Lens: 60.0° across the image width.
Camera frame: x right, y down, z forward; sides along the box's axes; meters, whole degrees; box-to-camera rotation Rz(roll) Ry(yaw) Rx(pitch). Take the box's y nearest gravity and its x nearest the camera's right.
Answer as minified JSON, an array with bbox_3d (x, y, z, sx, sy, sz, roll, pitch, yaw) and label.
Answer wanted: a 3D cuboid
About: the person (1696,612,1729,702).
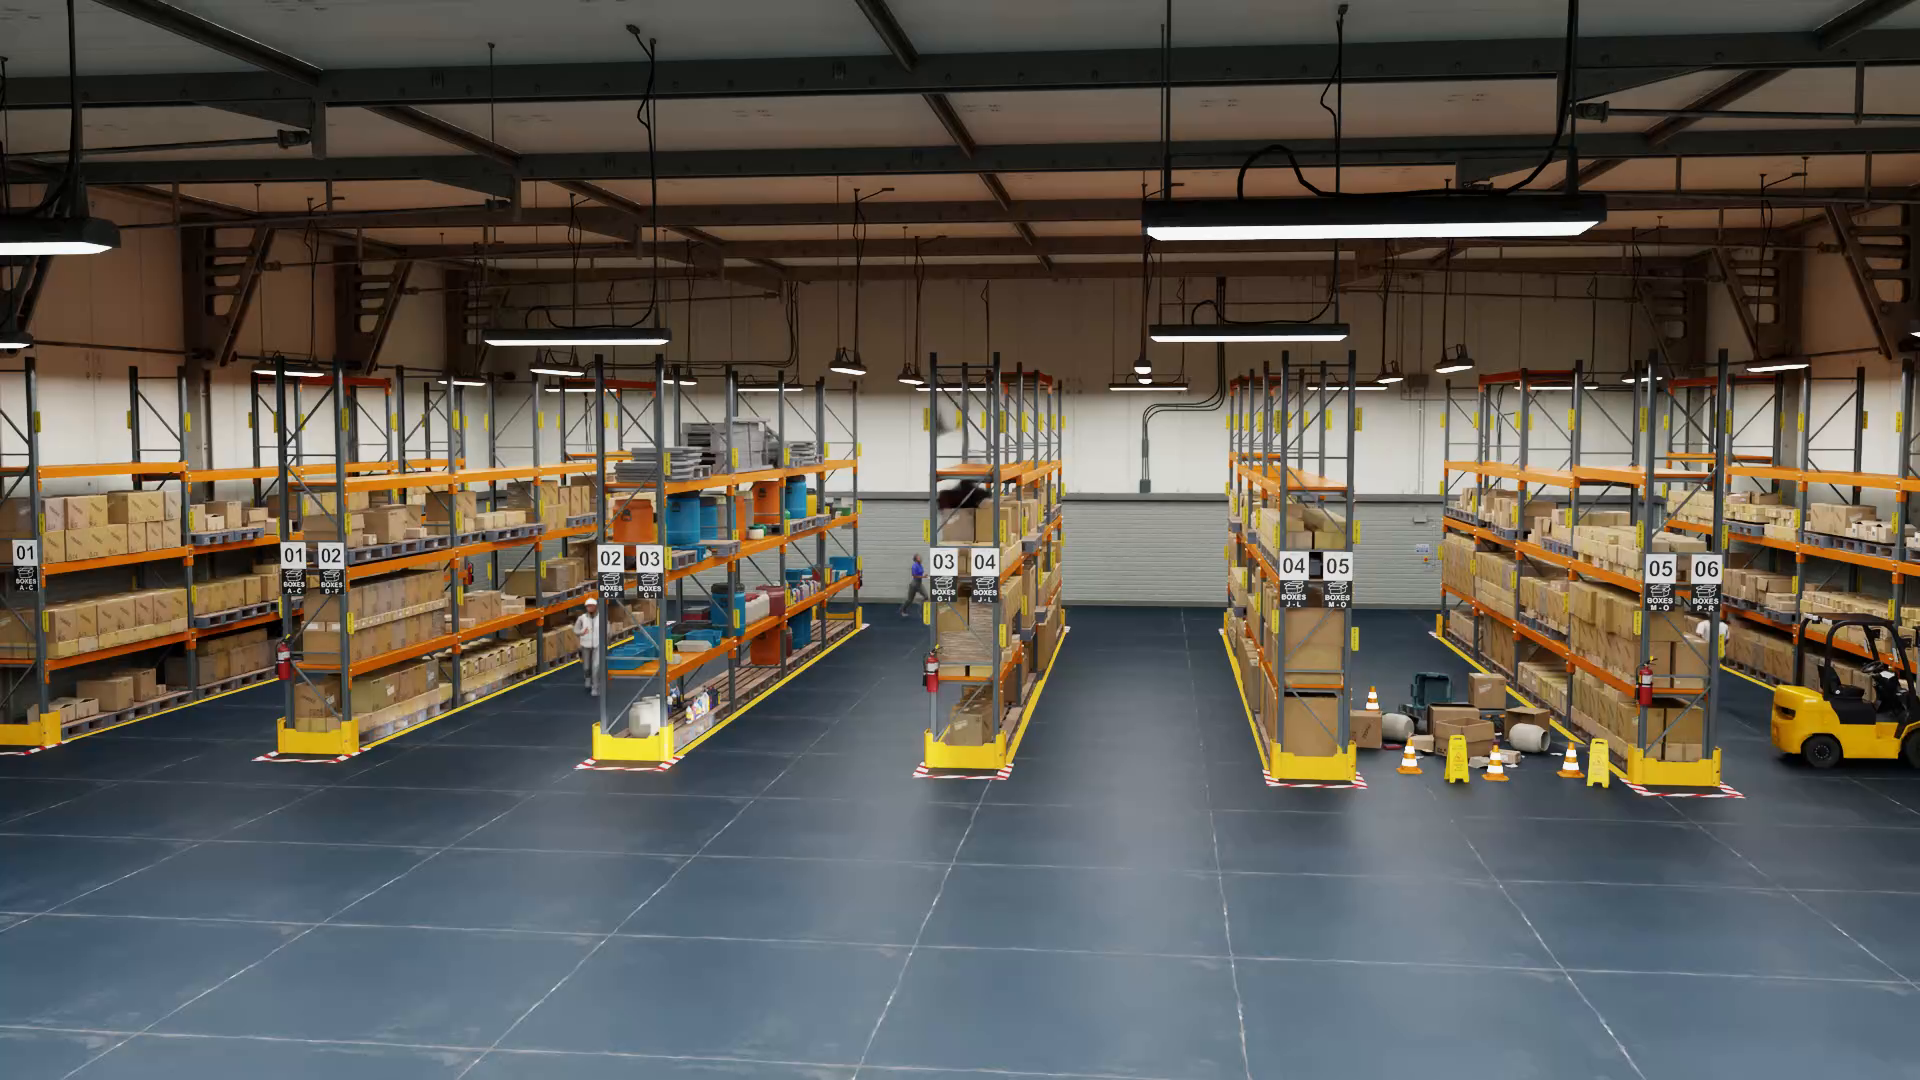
[{"bbox_3d":[13.421,2.030,29.840,0.688,1.714,0.639,0,4,-2],"label":"person"}]

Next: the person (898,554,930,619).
[{"bbox_3d":[-1.122,1.196,42.361,0.876,1.678,0.586,2,5,27],"label":"person"}]

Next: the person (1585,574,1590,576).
[{"bbox_3d":[13.586,1.599,35.763,0.669,1.855,0.862,0,4,1],"label":"person"}]

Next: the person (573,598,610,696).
[{"bbox_3d":[-6.769,1.940,30.578,0.674,1.760,0.907,-1,4,-13],"label":"person"}]
